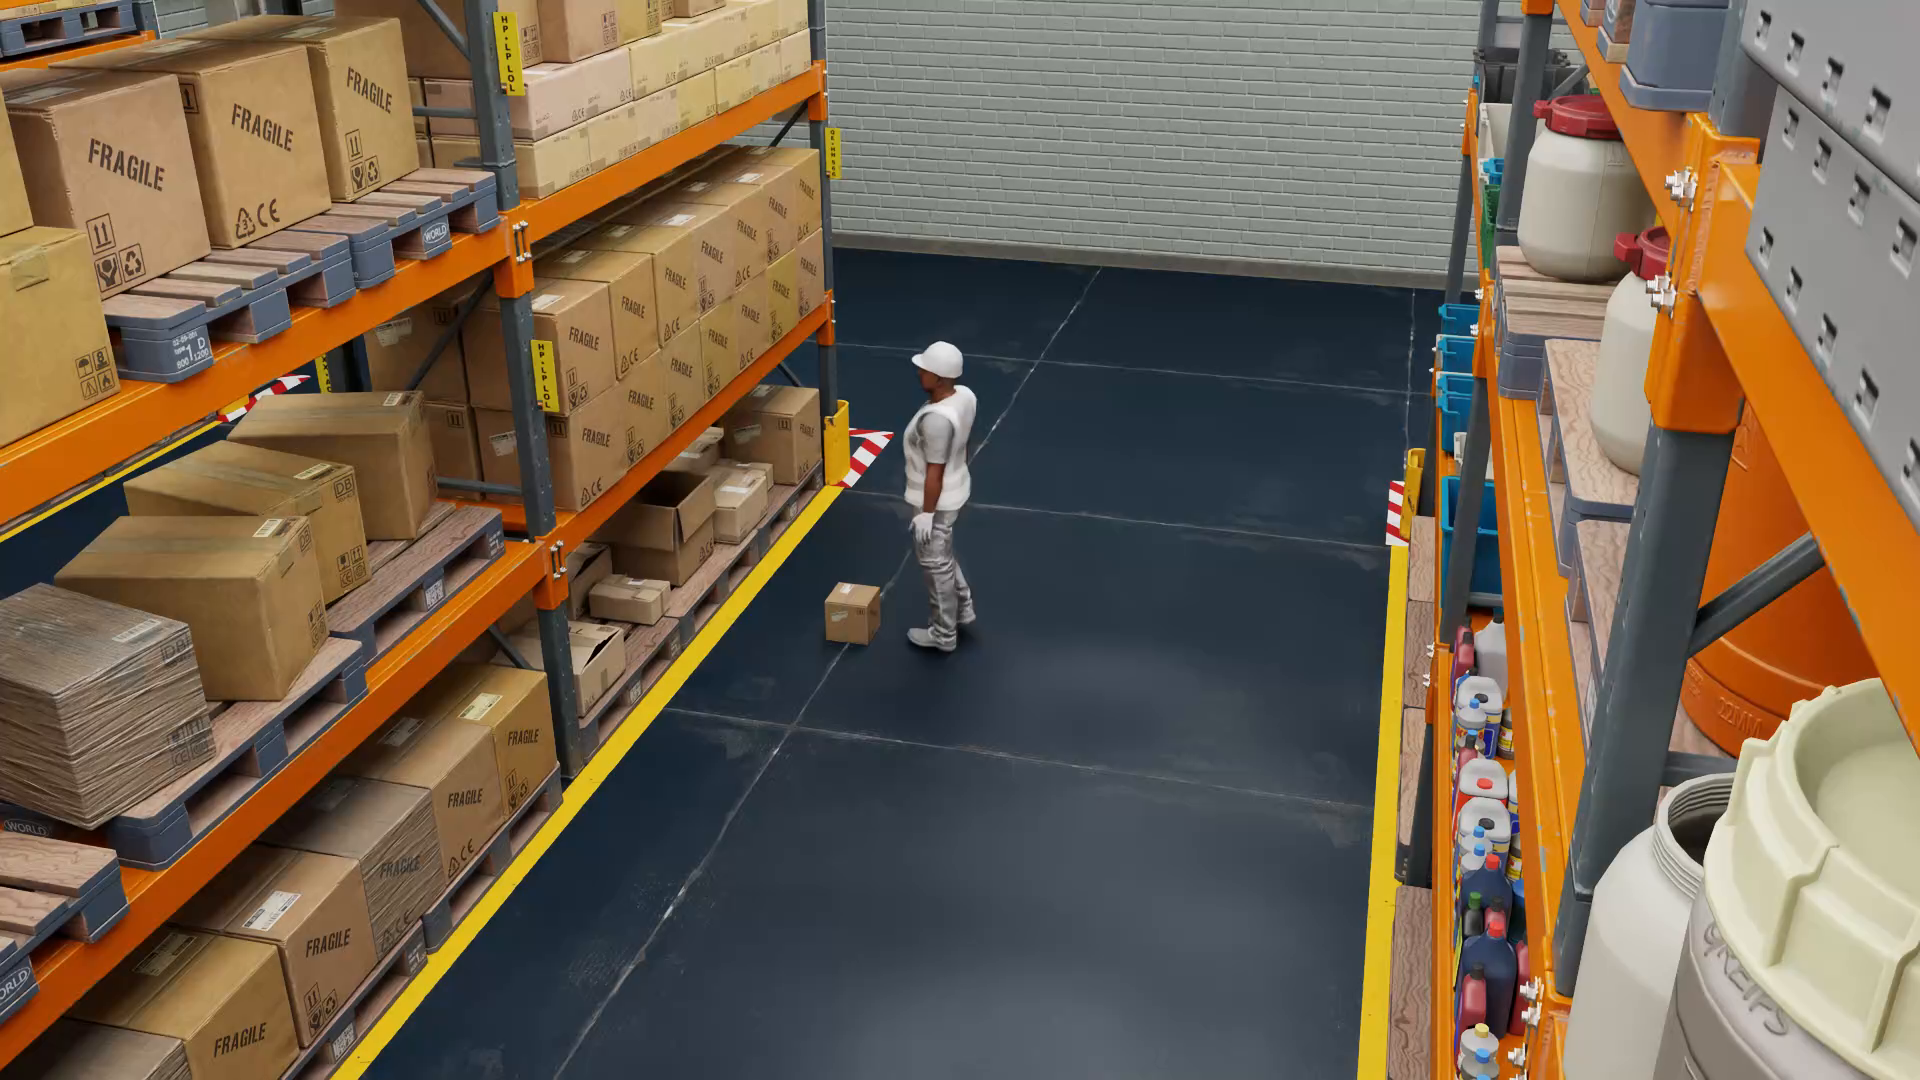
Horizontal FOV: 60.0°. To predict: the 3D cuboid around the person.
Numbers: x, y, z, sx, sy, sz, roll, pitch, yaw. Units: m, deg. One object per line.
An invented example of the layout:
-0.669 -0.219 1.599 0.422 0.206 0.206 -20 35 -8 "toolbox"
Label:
-0.127 -0.221 9.050 0.359 1.792 0.575 6 26 13 "person"
